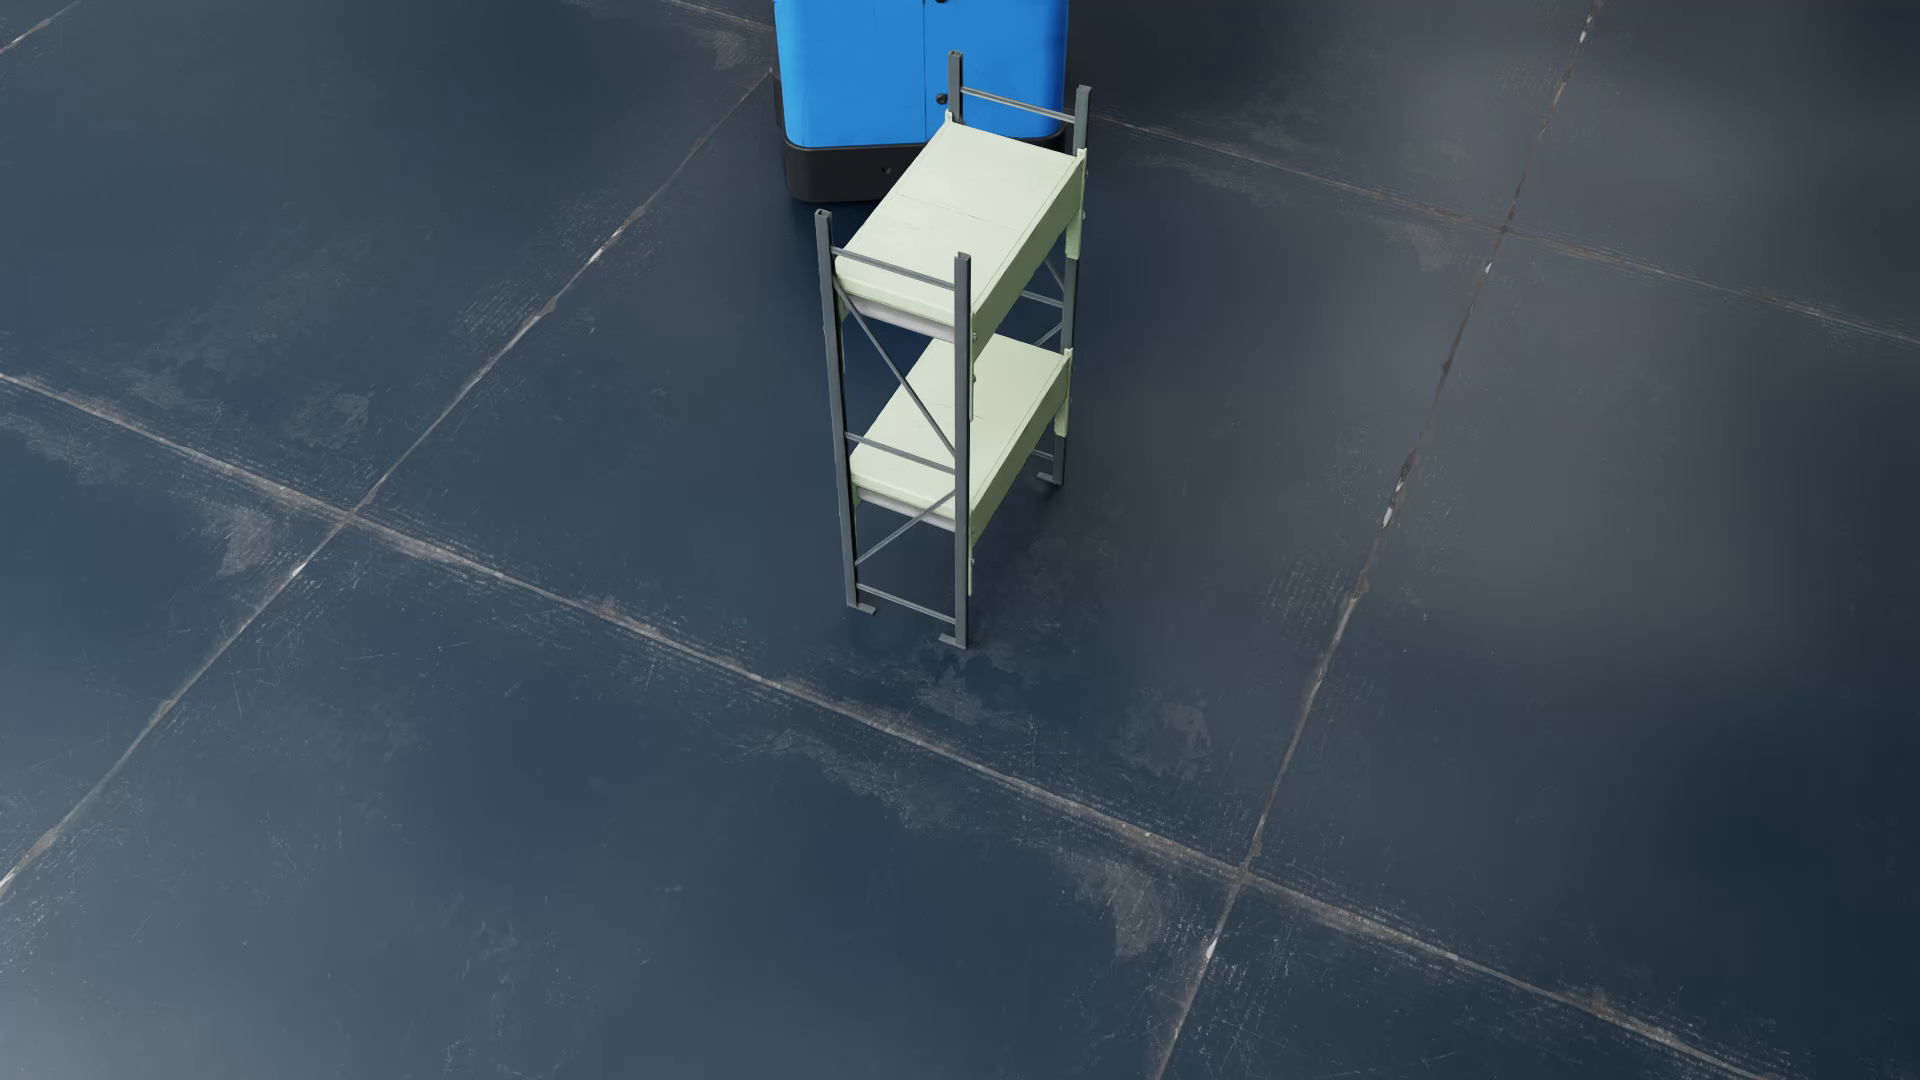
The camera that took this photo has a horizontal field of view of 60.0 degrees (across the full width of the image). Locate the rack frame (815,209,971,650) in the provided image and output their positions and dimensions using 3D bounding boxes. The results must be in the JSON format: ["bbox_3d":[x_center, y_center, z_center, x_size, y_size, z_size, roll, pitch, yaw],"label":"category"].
[{"bbox_3d":[-0.159,-0.229,4.460,0.400,1.500,0.023,20,52,16],"label":"rack frame"}]

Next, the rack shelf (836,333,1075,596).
[{"bbox_3d":[-0.003,-0.270,4.923,0.431,0.370,0.720,20,52,16],"label":"rack shelf"}]

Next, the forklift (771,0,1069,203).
[{"bbox_3d":[-0.234,-3.340,6.168,1.130,2.935,3.031,-3,50,-3],"label":"forklift"}]

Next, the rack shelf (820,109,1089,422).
[{"bbox_3d":[-0.003,-0.734,4.378,0.431,0.370,0.720,20,52,16],"label":"rack shelf"}]

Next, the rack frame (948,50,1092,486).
[{"bbox_3d":[0.154,-0.733,4.889,0.400,1.500,0.023,20,52,16],"label":"rack frame"}]

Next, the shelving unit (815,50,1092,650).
[{"bbox_3d":[-0.003,-0.481,4.675,0.431,1.500,0.755,20,52,16],"label":"shelving unit"}]
